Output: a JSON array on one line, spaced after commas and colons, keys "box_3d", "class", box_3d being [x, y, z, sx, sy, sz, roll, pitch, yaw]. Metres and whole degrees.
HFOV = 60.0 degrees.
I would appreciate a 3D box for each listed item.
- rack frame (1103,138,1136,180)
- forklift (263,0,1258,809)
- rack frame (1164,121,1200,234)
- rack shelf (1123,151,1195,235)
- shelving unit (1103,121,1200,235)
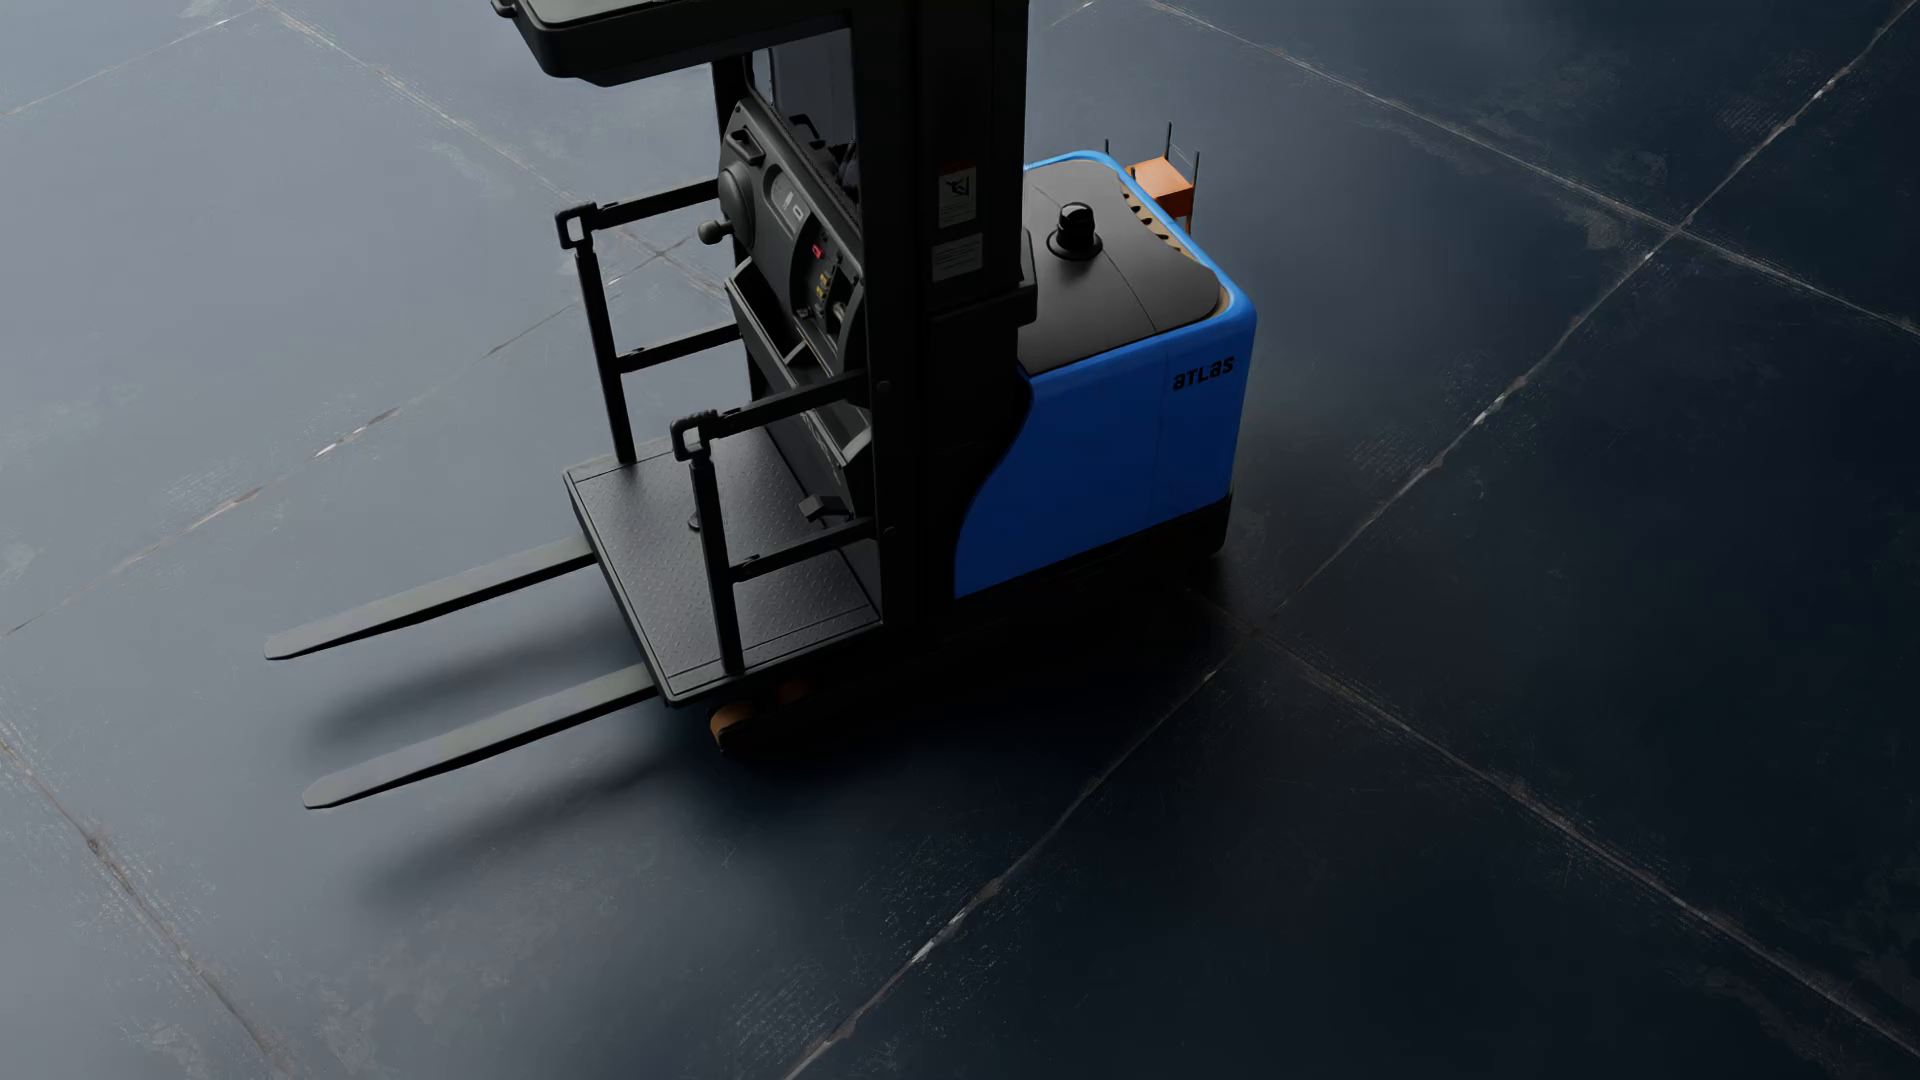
[{"box_3d": [0.530, -0.923, 5.896, 0.008, 1.050, 0.200, -19, 50, -17], "class": "rack frame"}, {"box_3d": [-0.650, -0.792, 4.483, 3.031, 2.935, 1.130, -20, 50, -18], "class": "forklift"}, {"box_3d": [0.751, -0.998, 5.967, 0.008, 1.050, 0.200, -19, 50, -17], "class": "rack frame"}, {"box_3d": [0.640, -1.147, 5.733, 0.240, 0.259, 0.215, -19, 50, -17], "class": "rack shelf"}, {"box_3d": [0.640, -0.961, 5.932, 0.252, 1.050, 0.215, -19, 50, -17], "class": "shelving unit"}]
